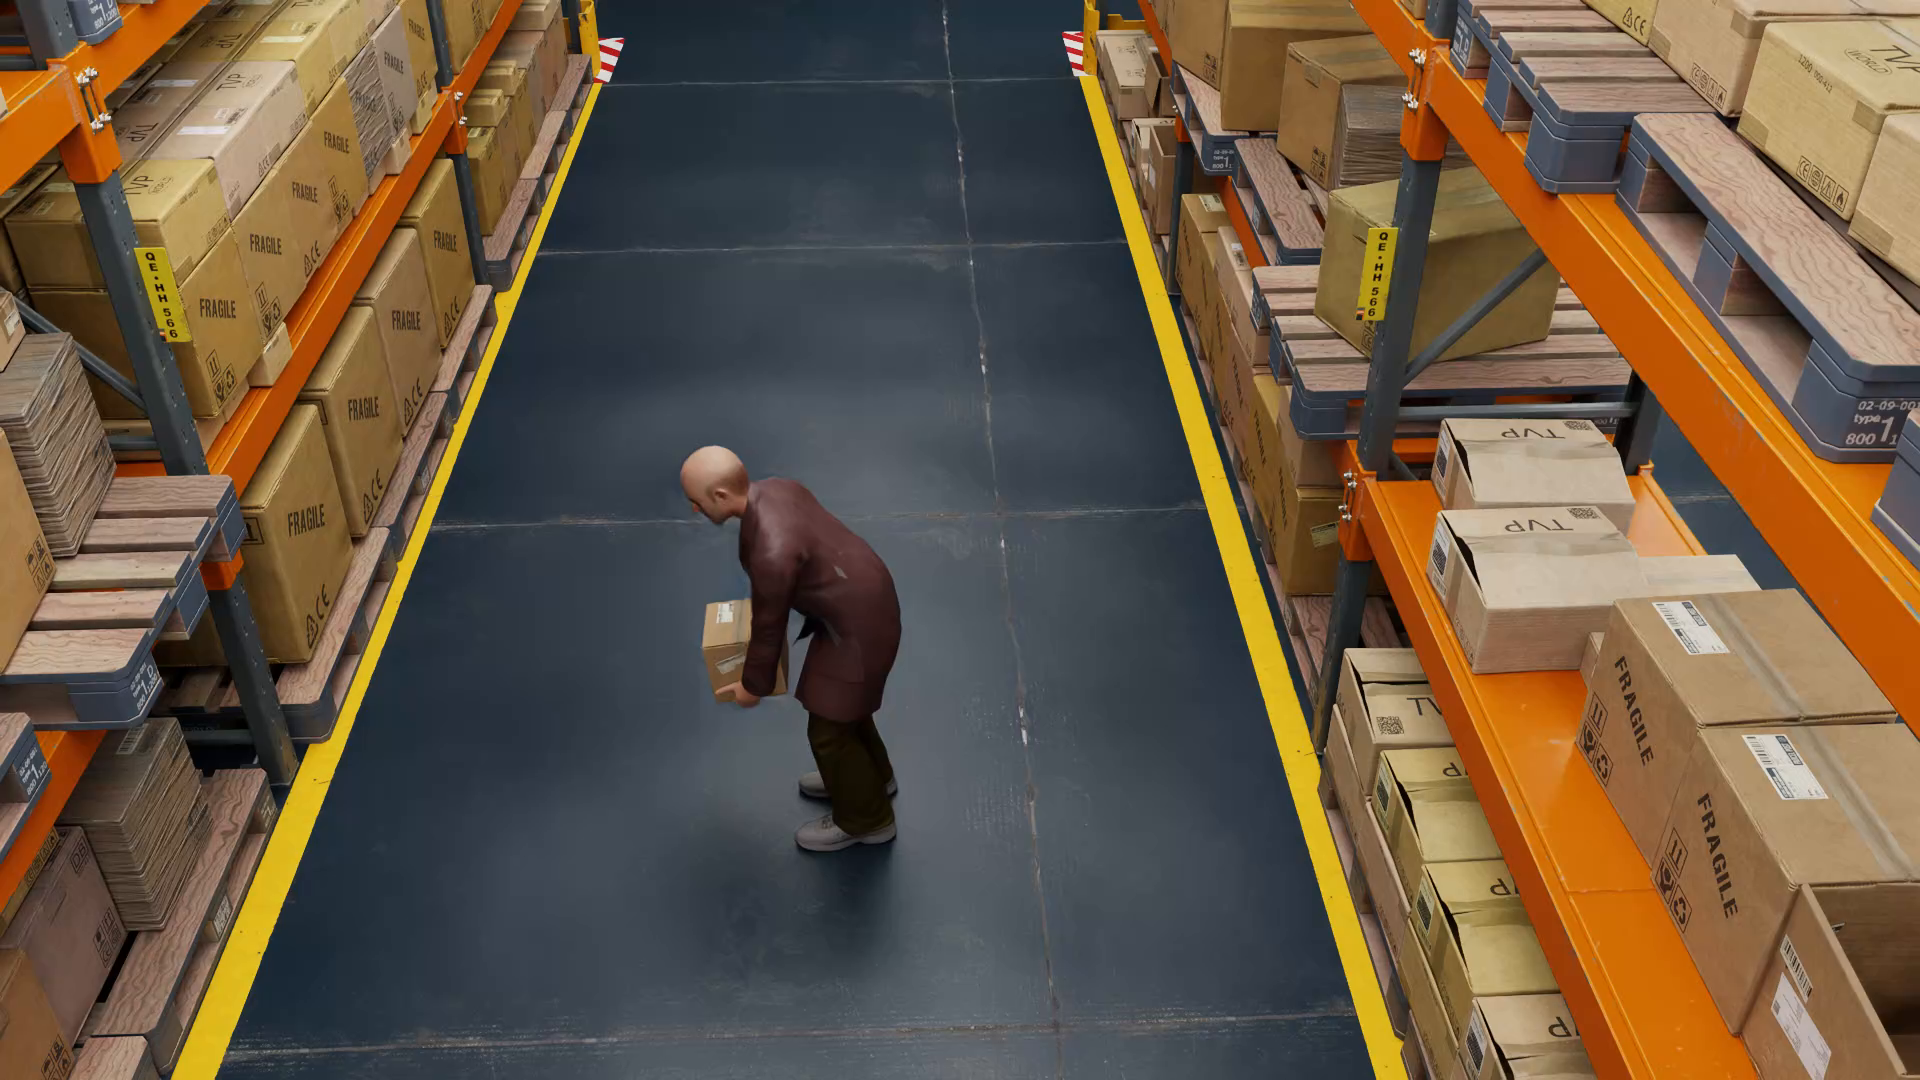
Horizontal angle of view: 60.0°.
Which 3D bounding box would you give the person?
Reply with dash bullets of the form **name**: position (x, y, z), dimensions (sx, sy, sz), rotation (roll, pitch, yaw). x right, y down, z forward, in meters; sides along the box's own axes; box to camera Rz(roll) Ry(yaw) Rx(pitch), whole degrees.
- **person**: position (-0.549, 0.362, 5.770), dimensions (0.697, 1.632, 0.544), rotation (-2, 35, -3)
